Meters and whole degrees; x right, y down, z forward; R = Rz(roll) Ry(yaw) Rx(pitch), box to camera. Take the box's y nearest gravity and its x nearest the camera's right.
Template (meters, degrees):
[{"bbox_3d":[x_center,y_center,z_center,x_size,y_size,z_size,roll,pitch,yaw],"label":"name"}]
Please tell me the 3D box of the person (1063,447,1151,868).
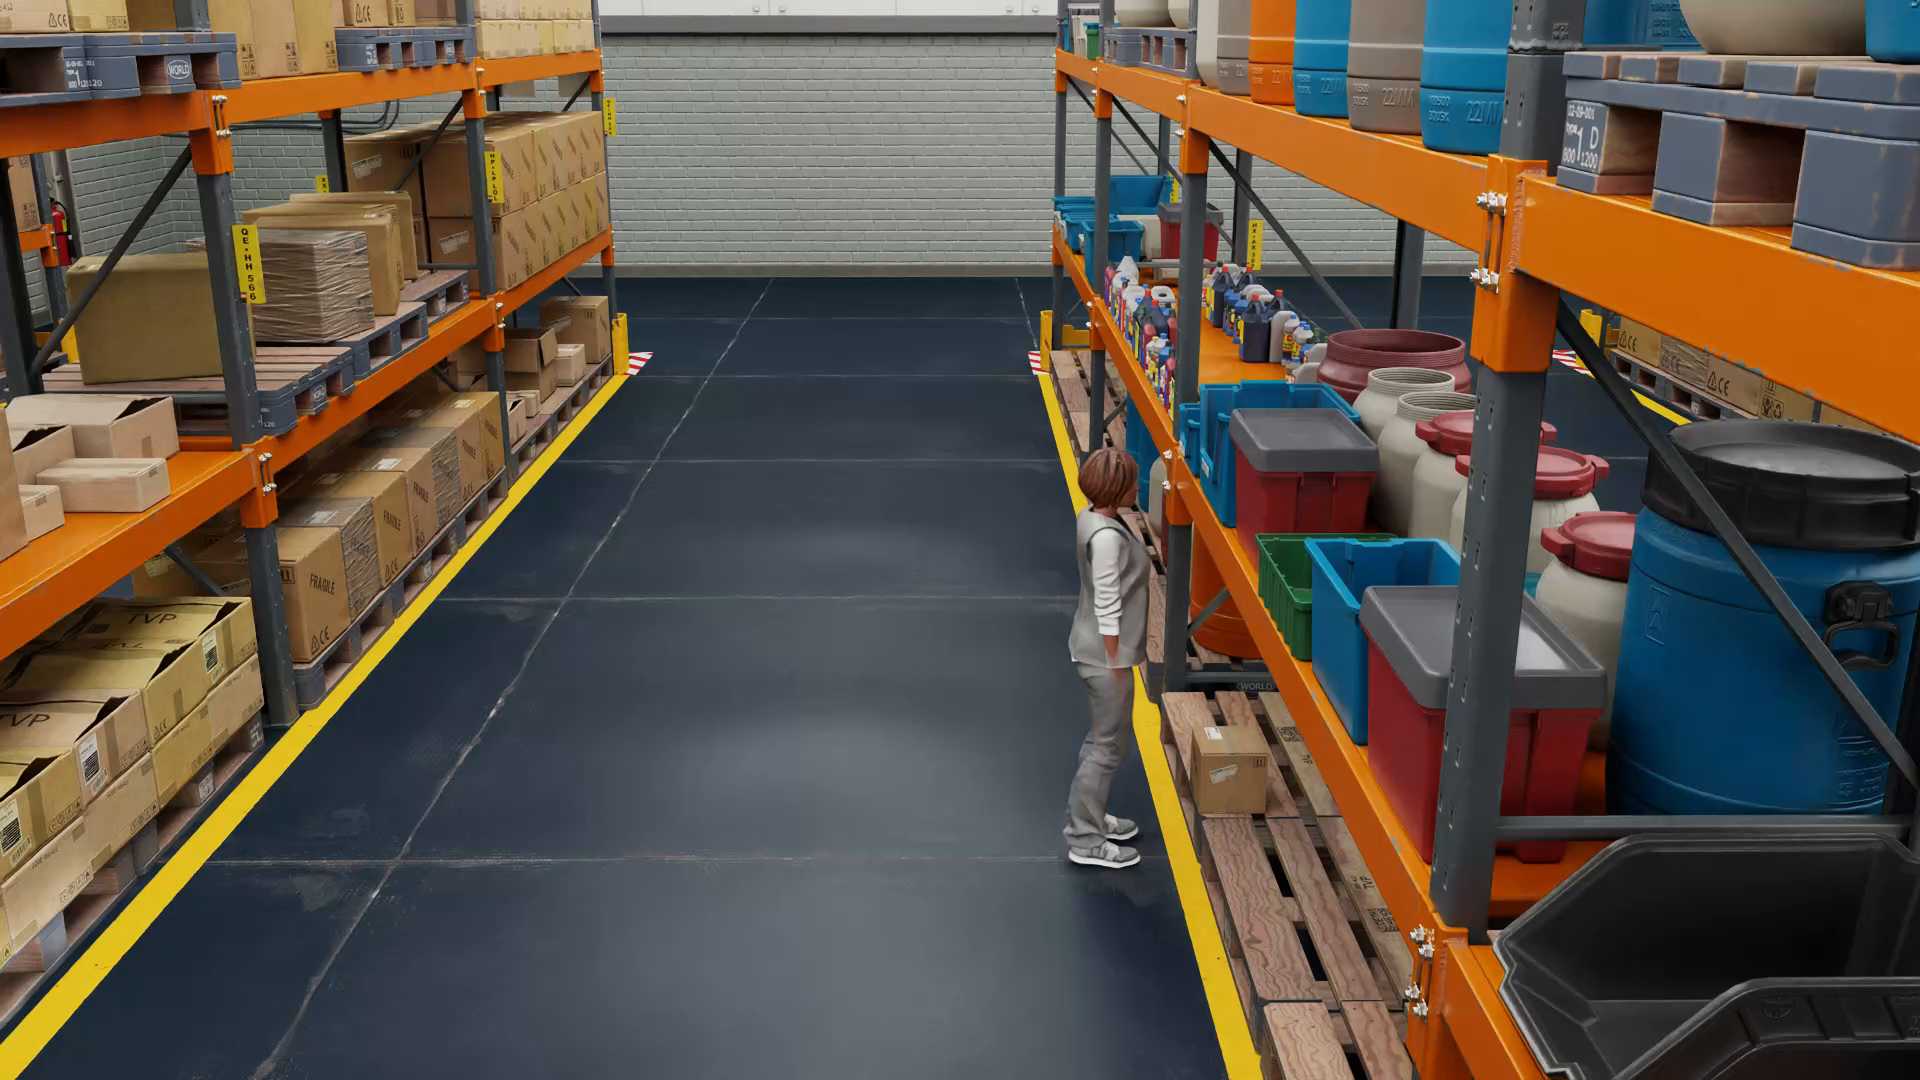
[{"bbox_3d":[0.547,0.429,6.202,0.313,1.597,0.406,0,17,0],"label":"person"}]
